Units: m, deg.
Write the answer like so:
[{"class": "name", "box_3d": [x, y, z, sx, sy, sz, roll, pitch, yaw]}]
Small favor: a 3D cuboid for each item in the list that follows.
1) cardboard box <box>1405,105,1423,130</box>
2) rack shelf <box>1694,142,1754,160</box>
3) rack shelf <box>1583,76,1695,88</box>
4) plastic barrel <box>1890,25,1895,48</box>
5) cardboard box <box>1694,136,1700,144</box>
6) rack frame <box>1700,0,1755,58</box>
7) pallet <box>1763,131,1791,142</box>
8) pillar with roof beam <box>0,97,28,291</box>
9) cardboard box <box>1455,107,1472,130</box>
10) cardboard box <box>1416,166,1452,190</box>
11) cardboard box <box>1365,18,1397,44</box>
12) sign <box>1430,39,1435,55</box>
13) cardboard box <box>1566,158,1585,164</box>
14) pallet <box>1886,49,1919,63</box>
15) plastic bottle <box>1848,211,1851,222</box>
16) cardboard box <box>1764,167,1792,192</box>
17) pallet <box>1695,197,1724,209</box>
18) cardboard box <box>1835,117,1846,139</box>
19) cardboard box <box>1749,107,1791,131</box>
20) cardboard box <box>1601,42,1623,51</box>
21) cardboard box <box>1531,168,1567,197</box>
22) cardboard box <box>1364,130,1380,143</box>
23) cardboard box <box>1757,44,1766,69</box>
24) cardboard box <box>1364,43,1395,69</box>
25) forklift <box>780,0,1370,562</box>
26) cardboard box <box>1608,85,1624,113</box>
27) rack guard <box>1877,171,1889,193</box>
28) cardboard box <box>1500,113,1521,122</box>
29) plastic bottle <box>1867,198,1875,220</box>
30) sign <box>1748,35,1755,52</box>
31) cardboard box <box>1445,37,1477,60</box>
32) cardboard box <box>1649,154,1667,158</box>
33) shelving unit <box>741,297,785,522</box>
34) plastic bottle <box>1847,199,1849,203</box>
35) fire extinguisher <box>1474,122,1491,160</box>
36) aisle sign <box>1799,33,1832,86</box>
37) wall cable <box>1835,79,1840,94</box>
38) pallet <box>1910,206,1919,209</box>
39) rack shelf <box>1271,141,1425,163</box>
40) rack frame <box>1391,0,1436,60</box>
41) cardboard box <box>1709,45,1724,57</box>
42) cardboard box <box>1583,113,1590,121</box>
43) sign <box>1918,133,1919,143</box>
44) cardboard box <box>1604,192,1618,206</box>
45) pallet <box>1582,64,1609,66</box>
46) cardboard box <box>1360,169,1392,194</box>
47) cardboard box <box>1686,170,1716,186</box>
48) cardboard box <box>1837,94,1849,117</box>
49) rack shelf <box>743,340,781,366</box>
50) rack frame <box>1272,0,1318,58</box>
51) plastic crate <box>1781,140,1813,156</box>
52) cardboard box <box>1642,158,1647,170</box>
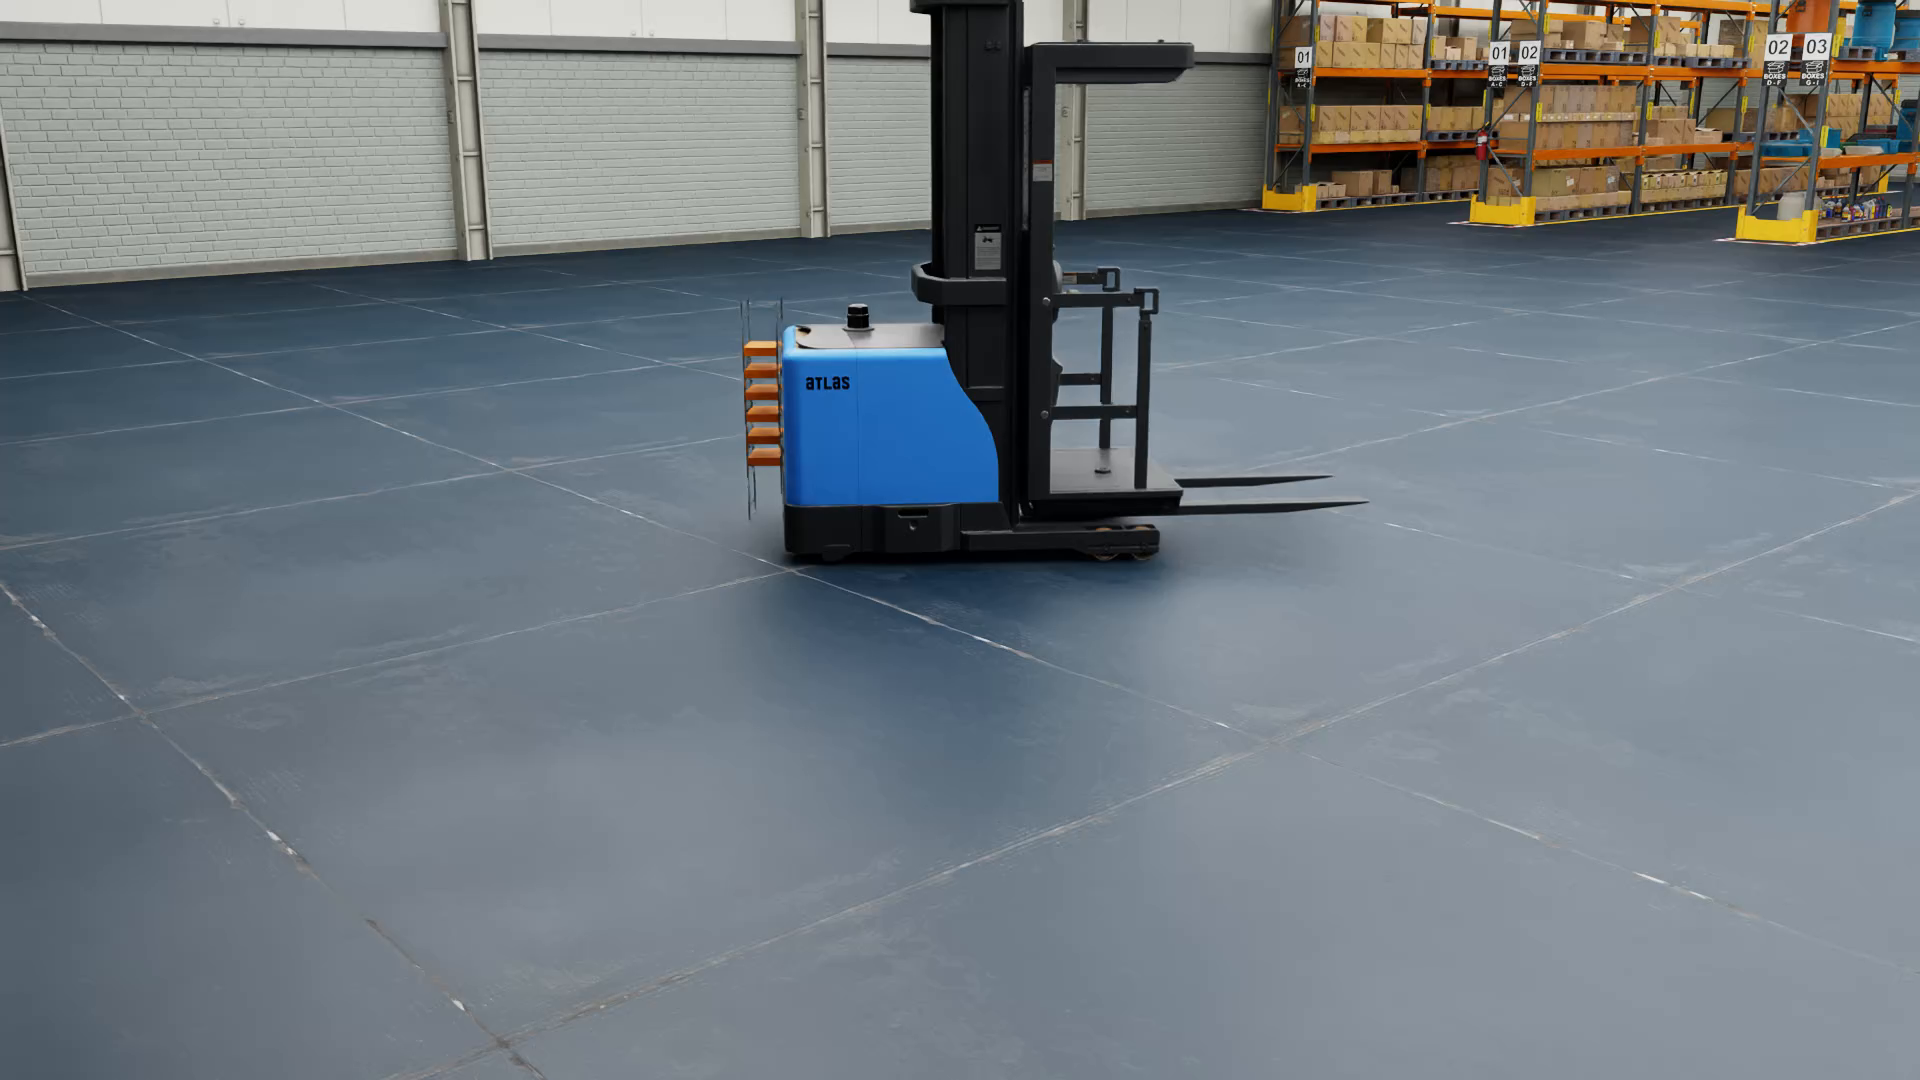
[{"class": "cardboard box", "box_3d": [9.555, -9.064, 35.670, 0.500, 0.500, 0.500, -13, 20, -39]}, {"class": "rack shelf", "box_3d": [17.490, -8.610, 36.565, 4.000, 0.370, 1.077, -13, 19, -39]}, {"class": "rack shelf", "box_3d": [17.253, -11.701, 42.323, 4.000, 0.370, 1.077, -13, 19, -39]}, {"class": "plastic barrel", "box_3d": [15.758, -8.648, 28.469, 0.421, 0.512, 0.421, 0, 15, 0]}, {"class": "cardboard box", "box_3d": [15.056, -8.270, 34.387, 0.250, 0.149, 0.380, -11, 18, -35]}, {"class": "rack frame", "box_3d": [15.981, -11.517, 34.430, 0.127, 3.000, 1.000, -13, 19, -39]}, {"class": "pallet", "box_3d": [17.445, -8.856, 36.466, 1.213, 0.211, 1.003, -13, 19, -39]}, {"class": "pillar with roof beam", "box_3d": [-8.628, -6.509, 15.680, 0.400, 9.000, 9.100, -13, 19, -39]}, {"class": "cardboard box", "box_3d": [11.018, -9.456, 37.293, 0.500, 0.500, 0.700, -10, 18, -32]}, {"class": "cardboard box", "box_3d": [10.610, -8.135, 37.384, 0.500, 0.500, 0.700, -13, 20, -40]}, {"class": "cardboard box", "box_3d": [8.715, -10.572, 34.534, 0.500, 0.500, 0.500, -14, 20, -41]}, {"class": "sign", "box_3d": [10.071, -10.500, 35.431, 0.005, 0.325, 0.100, -13, 19, -39]}, {"class": "cardboard box", "box_3d": [14.670, -9.138, 40.499, 0.750, 0.750, 0.750, -12, 19, -38]}, {"class": "pallet", "box_3d": [15.732, -8.193, 28.163, 1.003, 0.211, 1.213, -13, 19, -39]}, {"class": "plastic bottle", "box_3d": [14.845, -5.423, 27.811, 0.097, 0.201, 0.097, 0, 15, 0]}, {"class": "cardboard box", "box_3d": [18.057, -7.995, 36.860, 0.500, 0.500, 0.500, -12, 19, -39]}, {"class": "pallet", "box_3d": [15.334, -7.140, 35.070, 1.213, 0.211, 1.003, -13, 19, -39]}, {"class": "cardboard box", "box_3d": [19.946, -9.465, 38.180, 0.500, 0.500, 0.500, -12, 19, -38]}, {"class": "cardboard box", "box_3d": [18.017, -9.382, 37.054, 0.500, 0.500, 0.700, -9, 17, -31]}, {"class": "cardboard box", "box_3d": [12.233, -9.282, 31.276, 0.250, 0.149, 0.380, -13, 19, -39]}, {"class": "cardboard box", "box_3d": [10.873, -6.633, 30.831, 0.500, 0.500, 0.500, -13, 19, -39]}, {"class": "cardboard box", "box_3d": [8.421, -8.446, 34.811, 0.500, 0.250, 0.500, -12, 19, -39]}, {"class": "cardboard box", "box_3d": [16.673, -10.283, 35.429, 0.500, 0.500, 0.910, -13, 19, -39]}, {"class": "cardboard box", "box_3d": [8.707, -10.094, 34.682, 0.500, 0.500, 0.500, -14, 20, -41]}, {"class": "forklift", "box_3d": [0.591, -1.448, 8.492, 3.031, 2.935, 1.130, -1, 15, -5]}, {"class": "cardboard box", "box_3d": [12.253, -8.454, 31.880, 0.500, 0.500, 0.700, -13, 20, -39]}, {"class": "rack guard", "box_3d": [21.959, -8.754, 40.552, 0.348, 0.500, 1.175, -13, 19, -39]}, {"class": "cardboard box", "box_3d": [10.109, -7.727, 30.415, 0.250, 0.149, 0.380, -13, 20, -40]}, {"class": "plastic bottle", "box_3d": [15.527, -5.657, 28.395, 0.185, 0.351, 0.144, -13, 20, -40]}, {"class": "sign", "box_3d": [16.339, -10.247, 34.330, 0.005, 0.325, 0.100, -13, 19, -39]}, {"class": "cardboard box", "box_3d": [11.104, -10.891, 36.892, 0.500, 0.500, 0.500, -14, 20, -41]}, {"class": "cardboard box", "box_3d": [18.129, -10.008, 43.177, 0.250, 0.149, 0.380, -12, 19, -38]}, {"class": "shelving unit", "box_3d": [-1.062, -0.709, 9.078, 0.189, 1.200, 0.258, 0, 15, 2]}, {"class": "plastic bottle", "box_3d": [15.529, -5.827, 29.164, 0.133, 0.283, 0.061, -13, 19, -39]}, {"class": "fire extinguisher", "box_3d": [9.552, -7.297, 30.404, 0.183, 0.674, 0.296, -13, 19, -39]}, {"class": "aisle sign", "box_3d": [13.333, -7.485, 25.923, 0.004, 0.787, 0.394, -13, 19, -39]}, {"class": "wall cable", "box_3d": [23.263, -13.225, 46.839, 0.112, 2.526, 3.097, -13, 19, -39]}, {"class": "pallet", "box_3d": [18.620, -6.183, 31.488, 1.213, 0.211, 1.003, -13, 19, -39]}, {"class": "rack shelf", "box_3d": [8.200, -8.219, 35.100, 4.000, 0.370, 1.077, -13, 19, -39]}, {"class": "rack frame", "box_3d": [9.709, -11.803, 35.501, 0.127, 3.000, 1.000, -13, 19, -39]}, {"class": "cardboard box", "box_3d": [15.292, -10.018, 34.108, 0.500, 0.250, 0.500, -12, 19, -38]}, {"class": "cardboard box", "box_3d": [11.543, -7.910, 31.100, 0.250, 0.149, 0.380, -12, 19, -39]}, {"class": "sign", "box_3d": [16.565, -7.001, 28.611, 0.005, 0.325, 0.100, -13, 19, -39]}, {"class": "cardboard box", "box_3d": [12.373, -6.612, 32.205, 0.500, 0.250, 0.500, -13, 19, -39]}, {"class": "pallet", "box_3d": [15.085, -11.452, 40.369, 1.217, 0.209, 0.805, -14, 20, -42]}, {"class": "cardboard box", "box_3d": [8.952, -7.726, 35.854, 0.500, 0.500, 0.500, 14, 21, 43]}, {"class": "cardboard box", "box_3d": [15.360, -7.538, 34.586, 0.500, 0.311, 0.500, -13, 20, -40]}, {"class": "cardboard box", "box_3d": [19.928, -9.940, 38.020, 0.500, 0.500, 0.500, -13, 20, -41]}, {"class": "rack shelf", "box_3d": [-1.063, -1.014, 8.996, 0.180, 0.103, 0.258, 0, 15, 2]}, {"class": "rack frame", "box_3d": [6.691, -11.126, 32.964, 0.127, 3.000, 1.000, -13, 19, -39]}, {"class": "plastic crate", "box_3d": [13.870, -6.479, 27.480, 0.408, 0.251, 0.499, -13, 19, -39]}, {"class": "cardboard box", "box_3d": [17.145, -9.533, 42.657, 0.500, 0.500, 0.700, -12, 19, -38]}]
